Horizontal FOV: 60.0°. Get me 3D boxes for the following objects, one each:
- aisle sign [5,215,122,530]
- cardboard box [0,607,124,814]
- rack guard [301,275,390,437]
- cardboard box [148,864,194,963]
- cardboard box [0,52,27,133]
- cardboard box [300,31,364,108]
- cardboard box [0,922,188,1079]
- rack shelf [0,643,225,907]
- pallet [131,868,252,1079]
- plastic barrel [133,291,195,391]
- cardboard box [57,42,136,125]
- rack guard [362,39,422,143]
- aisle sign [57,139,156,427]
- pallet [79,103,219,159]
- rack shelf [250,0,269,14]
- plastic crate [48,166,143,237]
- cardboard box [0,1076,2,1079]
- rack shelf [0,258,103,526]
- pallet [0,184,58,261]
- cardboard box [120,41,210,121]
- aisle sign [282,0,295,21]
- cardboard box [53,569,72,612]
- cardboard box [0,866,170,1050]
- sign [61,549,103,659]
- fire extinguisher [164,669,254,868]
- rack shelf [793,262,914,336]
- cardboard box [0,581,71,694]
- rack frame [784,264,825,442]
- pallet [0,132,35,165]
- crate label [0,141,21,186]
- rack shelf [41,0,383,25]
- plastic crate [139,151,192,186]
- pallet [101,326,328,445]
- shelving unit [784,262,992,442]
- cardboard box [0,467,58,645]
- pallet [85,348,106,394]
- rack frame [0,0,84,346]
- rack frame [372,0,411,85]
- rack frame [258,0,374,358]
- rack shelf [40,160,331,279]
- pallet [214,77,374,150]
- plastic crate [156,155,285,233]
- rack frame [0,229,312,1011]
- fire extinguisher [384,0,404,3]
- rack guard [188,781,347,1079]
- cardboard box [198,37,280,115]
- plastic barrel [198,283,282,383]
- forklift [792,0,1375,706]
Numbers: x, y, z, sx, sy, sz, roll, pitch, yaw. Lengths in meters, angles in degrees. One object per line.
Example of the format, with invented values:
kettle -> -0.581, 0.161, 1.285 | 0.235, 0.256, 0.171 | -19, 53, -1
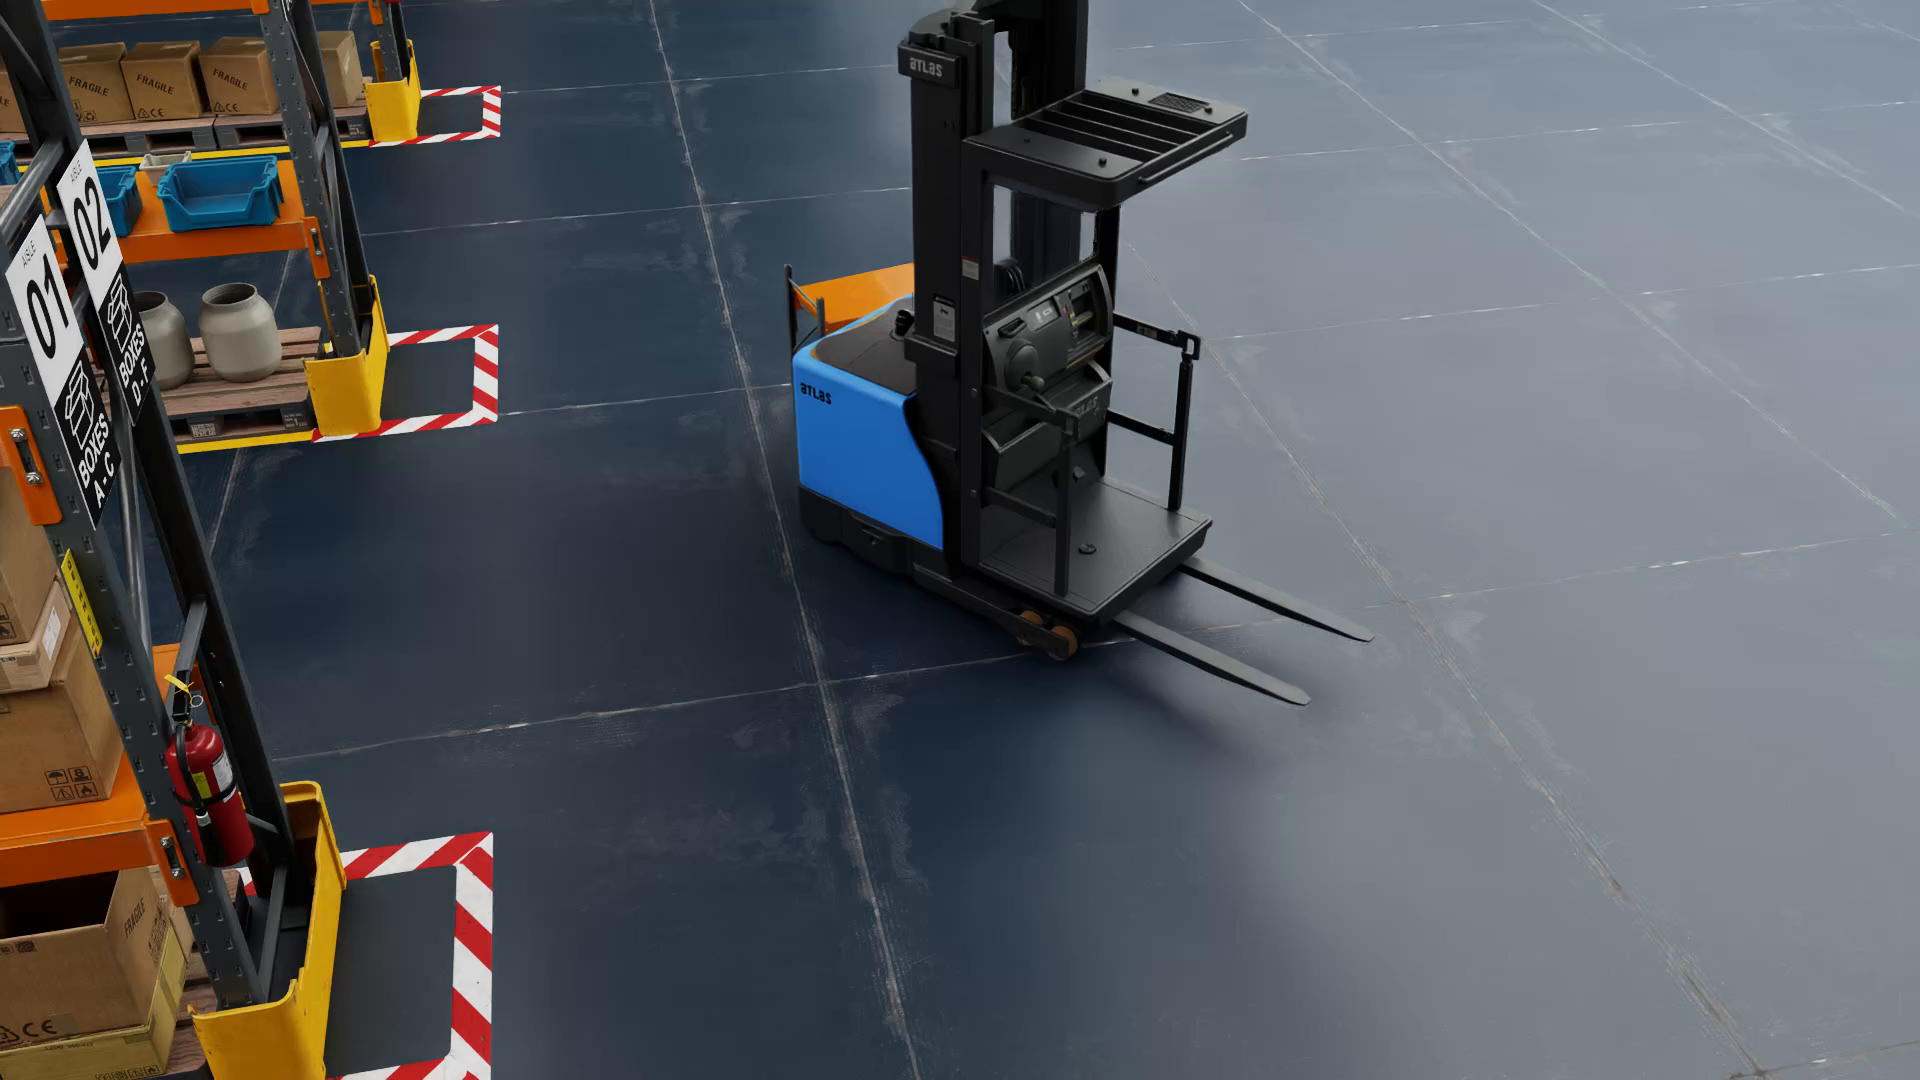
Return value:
aisle sign -> -2.486, -0.462, 4.636 | 0.004, 0.787, 0.394 | -7, 35, -11
cardboard box -> -3.073, 0.475, 5.483 | 0.500, 0.500, 0.700 | -7, 35, -11
rack guard -> -3.768, -1.153, 10.243 | 0.348, 0.500, 1.175 | -7, 35, -11
cardboard box -> -3.187, 1.379, 6.317 | 0.500, 0.250, 0.500 | -7, 35, -11
cardboard box -> -7.742, -3.665, 13.609 | 0.500, 0.500, 0.500 | 3, 34, 5
cardboard box -> -5.410, -3.987, 14.089 | 0.500, 0.500, 0.500 | -1, 34, -2
cardboard box -> -3.073, 1.660, 5.898 | 0.500, 0.250, 0.500 | -7, 35, -11
rack shelf -> -4.566, 1.011, 5.420 | 4.000, 0.370, 1.077 | -7, 35, -11
pallet -> -3.352, 1.741, 6.189 | 1.213, 0.211, 1.003 | -7, 35, -11
plastic barrel -> -4.818, -1.183, 9.900 | 0.421, 0.512, 0.421 | 0, 34, 0
cardboard box -> -7.154, -3.784, 13.786 | 0.500, 0.500, 0.500 | -10, 35, -15
rack guard -> -4.871, -3.871, 14.293 | 0.348, 0.500, 1.175 | -7, 35, -11
aisle sign -> -2.619, -0.788, 5.122 | 0.004, 0.787, 0.394 | -7, 35, -11
pallet -> -6.859, -3.522, 14.032 | 1.213, 0.211, 1.003 | -7, 35, -11
rack shelf -> -5.655, -2.927, 8.597 | 4.000, 0.370, 1.077 | -7, 35, -11
plastic crate -> -4.761, -1.864, 9.192 | 0.408, 0.251, 0.499 | -7, 35, -11
cardboard box -> -3.558, 1.728, 5.796 | 0.500, 0.250, 0.500 | -7, 35, -11
rack shelf -> -4.566, -0.235, 4.584 | 4.000, 0.370, 1.077 | -7, 35, -11
pallet -> -3.310, -0.670, 4.666 | 1.213, 0.211, 1.003 | -7, 35, -11
cardboard box -> -6.600, -3.828, 13.852 | 0.500, 0.500, 0.500 | -4, 34, -6
aisle sign -> -3.568, -3.153, 8.647 | 0.004, 0.787, 0.394 | -7, 35, -11
cardboard box -> -3.045, 0.087, 5.480 | 0.250, 0.149, 0.380 | -7, 35, -11
cardboard box -> -3.072, 1.350, 5.687 | 0.500, 0.500, 0.500 | -7, 35, -11
sign -> -2.509, 0.184, 4.755 | 0.005, 0.325, 0.100 | -7, 35, -11
fire extinguisher -> -2.397, 0.736, 5.253 | 0.183, 0.674, 0.296 | -7, 35, -11
rack shelf -> -0.399, -1.313, 9.394 | 1.000, 0.278, 0.538 | -16, 37, -22
cardboard box -> -2.946, 0.306, 5.153 | 0.250, 0.149, 0.380 | -8, 35, -11
rack frame -> -0.851, -0.940, 9.364 | 0.032, 1.125, 0.500 | -16, 37, -22
pallet -> -8.051, -3.370, 13.806 | 1.213, 0.211, 1.003 | -7, 35, -11
crate label -> -5.440, -1.868, 9.032 | 0.616, 0.435, 0.502 | -7, 35, -11
rack shelf -> -6.748, -4.374, 13.444 | 4.000, 0.370, 1.077 | -7, 35, -11
plastic crate -> -4.648, -2.182, 9.769 | 0.250, 0.136, 0.298 | -7, 35, -11
pallet -> -4.561, -0.936, 10.179 | 1.213, 0.211, 1.003 | -7, 35, -11
shelving unit -> -0.399, -1.070, 9.557 | 1.048, 1.125, 0.538 | -16, 37, -22
cardboard box -> -3.125, -0.057, 5.112 | 0.500, 0.500, 0.700 | -7, 35, -10
pallet -> -5.749, -0.788, 9.958 | 1.213, 0.211, 1.003 | -7, 35, -11
rack frame -> -2.615, -2.025, 3.914 | 0.127, 3.000, 1.000 | -7, 35, -11
rack frame -> -4.797, -4.918, 13.610 | 0.127, 3.000, 1.000 | -7, 35, -11
rack frame -> -3.704, -2.226, 9.599 | 0.127, 3.000, 1.000 | -7, 35, -11
rack shelf -> -5.655, -1.682, 9.433 | 4.000, 0.370, 1.077 | -7, 35, -11
pallet -> -5.671, -3.670, 14.253 | 1.213, 0.211, 1.003 | -7, 35, -11
plastic crate -> -4.126, -1.940, 9.306 | 0.616, 0.251, 0.499 | -7, 35, -11
rack frame -> -2.615, 0.466, 5.586 | 0.127, 3.000, 1.000 | -7, 35, -11
fire extinguisher -> -4.583, -4.650, 13.279 | 0.183, 0.674, 0.296 | -7, 35, -11
rack guard -> -2.592, 1.501, 6.287 | 0.348, 0.500, 1.175 | -7, 35, -11
cardboard box -> -5.985, -3.895, 13.951 | 0.500, 0.500, 0.500 | 1, 34, 2
plastic barrel -> -4.329, -1.245, 9.992 | 0.421, 0.512, 0.421 | 0, 34, 0
forklift -> 0.588, -0.965, 7.781 | 3.031, 2.935, 1.130 | 24, 41, 32
